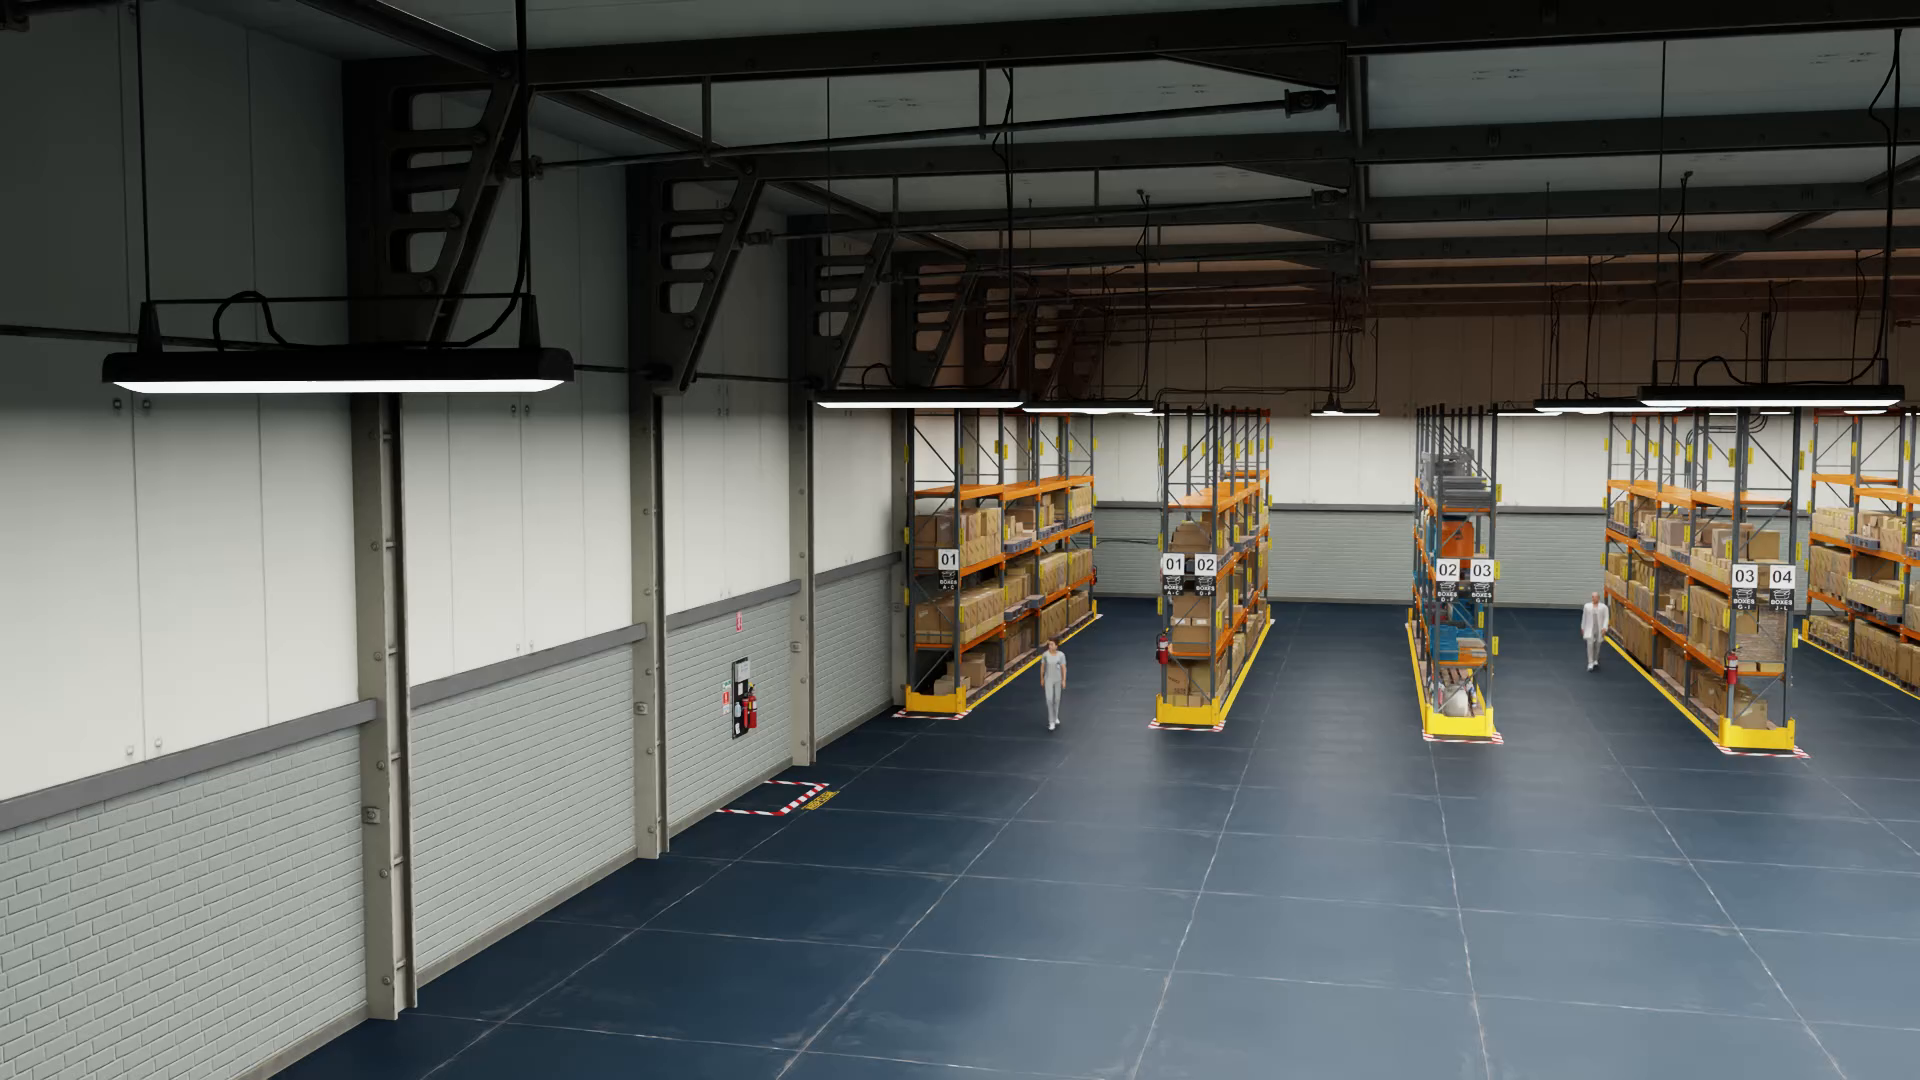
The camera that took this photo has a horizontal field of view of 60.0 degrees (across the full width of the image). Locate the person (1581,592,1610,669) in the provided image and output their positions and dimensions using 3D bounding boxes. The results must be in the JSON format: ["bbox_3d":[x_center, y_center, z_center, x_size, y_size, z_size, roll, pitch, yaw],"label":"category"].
[{"bbox_3d":[14.572,2.060,38.086,0.552,1.717,1.114,1,4,10],"label":"person"}]

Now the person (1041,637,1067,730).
[{"bbox_3d":[1.741,2.660,30.913,0.469,1.723,0.686,0,4,-4],"label":"person"}]

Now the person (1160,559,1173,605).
[{"bbox_3d":[6.437,1.111,51.222,0.555,1.748,0.788,-3,5,-36],"label":"person"}]
